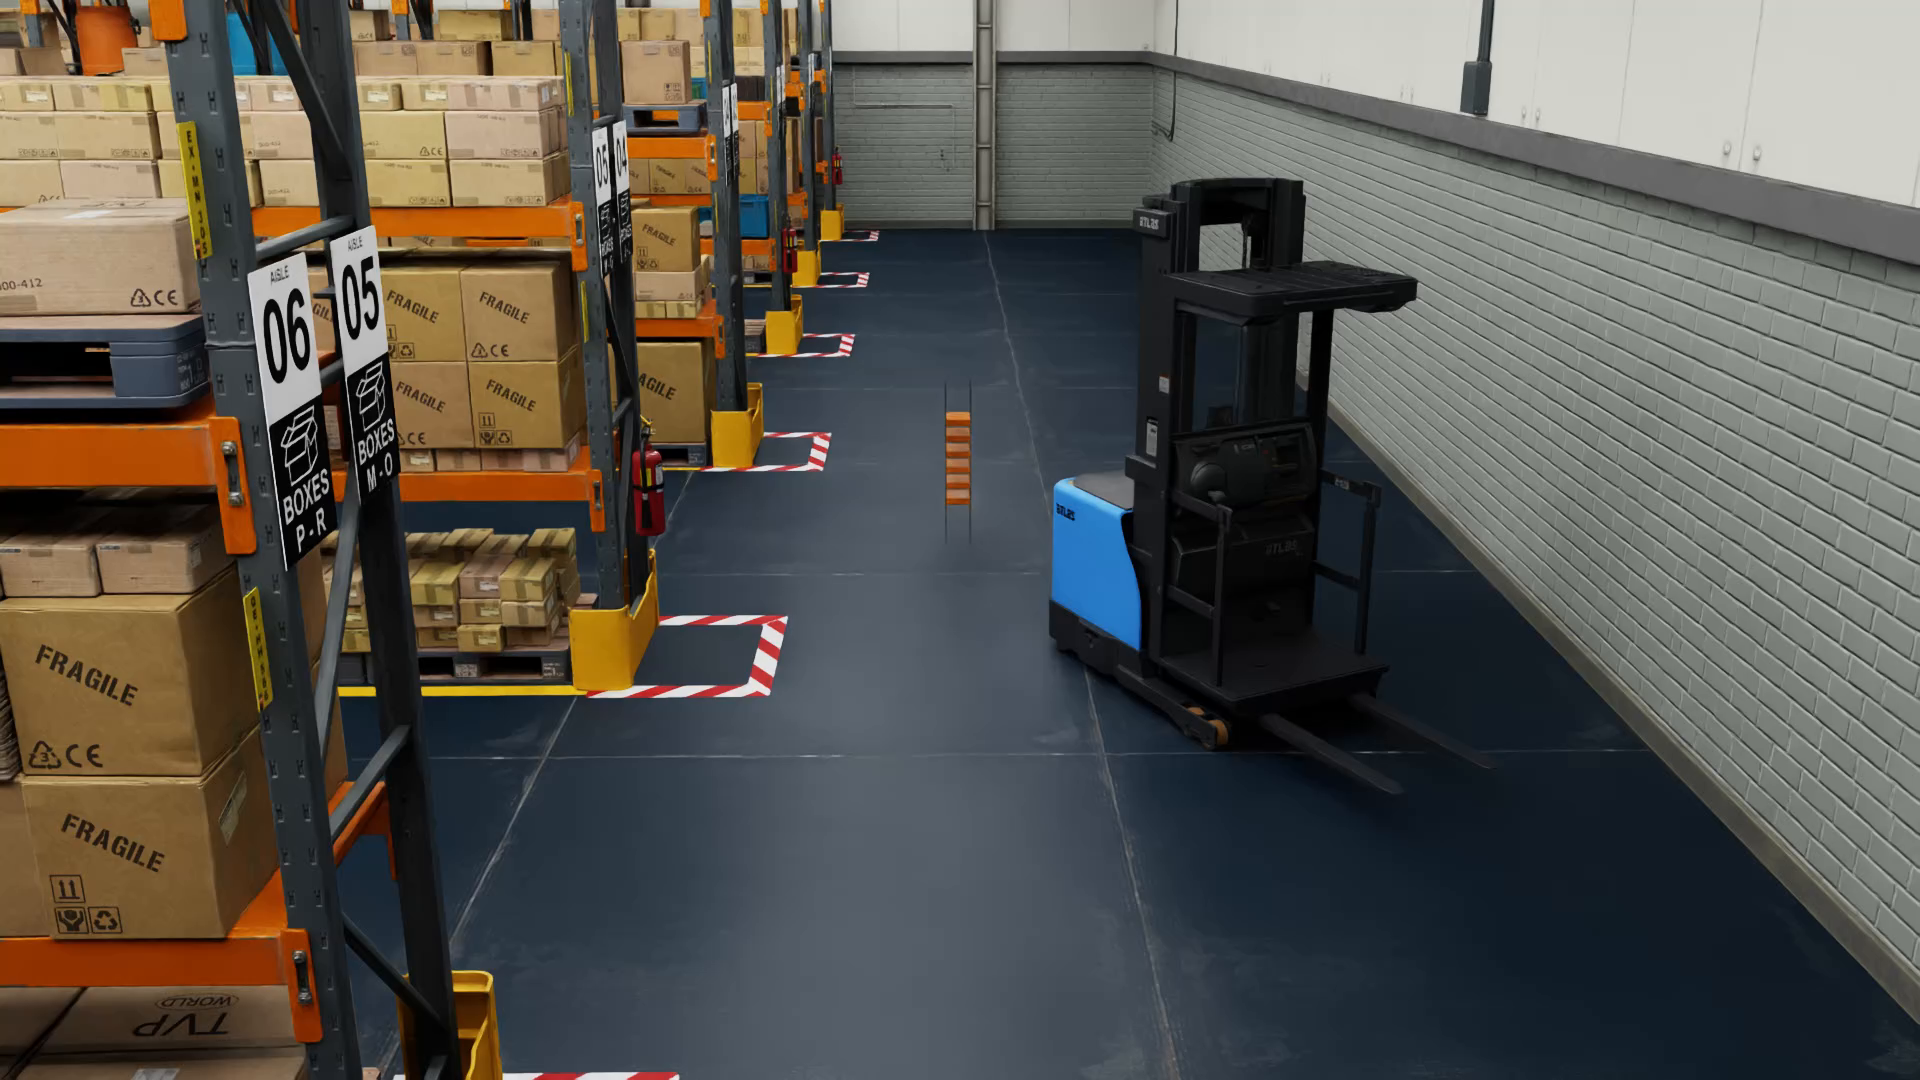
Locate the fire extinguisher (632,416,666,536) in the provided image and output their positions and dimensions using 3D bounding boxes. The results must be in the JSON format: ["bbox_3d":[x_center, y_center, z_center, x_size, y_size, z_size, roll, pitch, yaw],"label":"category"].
[{"bbox_3d":[-1.787,-0.367,9.517,0.183,0.674,0.296,0,18,-1],"label":"fire extinguisher"}]

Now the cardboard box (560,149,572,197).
[{"bbox_3d":[-2.499,-2.153,9.685,0.500,0.250,0.500,0,18,1],"label":"cardboard box"}]

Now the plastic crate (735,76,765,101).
[{"bbox_3d":[-2.491,-5.198,19.144,0.590,0.269,0.497,0,18,-1],"label":"plastic crate"}]

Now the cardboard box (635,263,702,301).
[{"bbox_3d":[-2.504,-2.223,14.325,0.500,0.250,0.500,-1,18,-2],"label":"cardboard box"}]

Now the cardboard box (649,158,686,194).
[{"bbox_3d":[-4.141,-5.217,23.737,0.500,0.500,0.500,-1,18,-2],"label":"cardboard box"}]

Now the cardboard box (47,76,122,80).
[{"bbox_3d":[-4.965,-2.555,9.465,0.250,0.149,0.380,0,18,1],"label":"cardboard box"}]

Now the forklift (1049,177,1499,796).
[{"bbox_3d":[1.689,-0.414,9.040,1.130,2.935,3.031,-9,20,-26],"label":"forklift"}]

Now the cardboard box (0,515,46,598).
[{"bbox_3d":[-2.733,0.057,4.598,0.250,0.149,0.380,0,18,-1],"label":"cardboard box"}]

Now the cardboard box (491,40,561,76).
[{"bbox_3d":[-3.624,-3.957,14.048,0.500,0.500,0.700,-1,18,-5],"label":"cardboard box"}]

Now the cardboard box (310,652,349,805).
[{"bbox_3d":[-2.352,0.658,5.423,0.500,0.500,0.500,0,18,-1],"label":"cardboard box"}]

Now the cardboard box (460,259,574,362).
[{"bbox_3d":[-2.500,-1.308,9.426,0.500,0.500,0.500,-1,18,-2],"label":"cardboard box"}]

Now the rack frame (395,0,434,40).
[{"bbox_3d":[-6.101,-6.586,18.346,0.127,3.000,1.000,0,18,-1],"label":"rack frame"}]

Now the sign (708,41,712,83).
[{"bbox_3d":[-2.029,-3.882,13.509,0.005,0.325,0.100,0,18,-1],"label":"sign"}]

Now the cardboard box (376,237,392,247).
[{"bbox_3d":[-5.048,-2.568,14.174,0.500,0.500,0.500,0,18,-1],"label":"cardboard box"}]

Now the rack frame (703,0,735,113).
[{"bbox_3d":[-2.024,-5.093,13.691,0.127,3.000,1.000,0,18,-1],"label":"rack frame"}]

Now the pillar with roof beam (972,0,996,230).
[{"bbox_3d":[0.496,-8.594,24.604,0.400,9.000,9.100,0,18,-1],"label":"pillar with roof beam"}]

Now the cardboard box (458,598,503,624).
[{"bbox_3d":[-2.832,0.370,9.977,0.250,0.149,0.380,-1,18,-2],"label":"cardboard box"}]

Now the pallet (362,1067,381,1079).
[{"bbox_3d":[-2.666,2.146,5.511,1.213,0.211,1.003,0,18,-1],"label":"pallet"}]

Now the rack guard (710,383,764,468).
[{"bbox_3d":[-2.000,-1.046,14.989,0.348,0.500,1.175,0,18,-1],"label":"rack guard"}]

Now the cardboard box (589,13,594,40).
[{"bbox_3d":[-5.188,-7.167,23.269,0.500,0.500,0.700,0,18,-1],"label":"cardboard box"}]

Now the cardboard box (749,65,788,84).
[{"bbox_3d":[-2.686,-6.535,23.345,0.500,0.250,0.500,0,18,-1],"label":"cardboard box"}]

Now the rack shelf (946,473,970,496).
[{"bbox_3d":[-0.014,-0.415,12.414,0.180,0.103,0.258,0,18,-1],"label":"rack shelf"}]

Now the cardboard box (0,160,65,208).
[{"bbox_3d":[-5.078,-1.985,9.160,0.500,0.250,0.500,-1,18,-2],"label":"cardboard box"}]

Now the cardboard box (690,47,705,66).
[{"bbox_3d":[-3.686,-6.772,23.265,0.500,0.250,0.500,0,18,-1],"label":"cardboard box"}]

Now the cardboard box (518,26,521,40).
[{"bbox_3d":[-7.695,-8.447,28.176,0.500,0.500,0.700,-1,18,-2],"label":"cardboard box"}]

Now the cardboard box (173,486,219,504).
[{"bbox_3d":[-2.227,-0.125,5.163,0.250,0.149,0.380,0,18,0],"label":"cardboard box"}]

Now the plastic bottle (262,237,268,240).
[{"bbox_3d":[-7.957,-3.552,18.901,0.133,0.283,0.061,0,18,-1],"label":"plastic bottle"}]

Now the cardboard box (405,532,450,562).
[{"bbox_3d":[-3.350,0.079,10.396,0.250,0.149,0.380,-1,18,-4],"label":"cardboard box"}]

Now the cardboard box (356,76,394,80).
[{"bbox_3d":[-3.401,-2.564,9.494,0.250,0.149,0.380,0,18,1],"label":"cardboard box"}]

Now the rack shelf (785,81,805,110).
[{"bbox_3d":[-4.176,-6.338,23.661,4.000,0.370,1.077,0,18,-1],"label":"rack shelf"}]

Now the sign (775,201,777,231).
[{"bbox_3d":[-2.077,-3.658,18.774,0.005,0.325,0.100,0,18,-1],"label":"sign"}]

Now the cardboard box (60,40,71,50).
[{"bbox_3d":[-14.760,-8.124,27.855,0.500,0.500,0.500,0,18,1],"label":"cardboard box"}]

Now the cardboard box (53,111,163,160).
[{"bbox_3d":[-4.560,-2.224,9.088,0.500,0.250,0.500,0,18,0],"label":"cardboard box"}]

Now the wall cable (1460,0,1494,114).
[{"bbox_3d":[3.684,-5.599,10.003,0.120,5.999,2.277,0,18,-1],"label":"wall cable"}]

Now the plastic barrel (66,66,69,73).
[{"bbox_3d":[-10.416,-5.284,19.014,0.421,0.512,0.421,0,18,0],"label":"plastic barrel"}]

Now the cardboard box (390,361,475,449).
[{"bbox_3d":[-3.007,-0.828,9.568,0.500,0.500,0.500,-1,18,-2],"label":"cardboard box"}]

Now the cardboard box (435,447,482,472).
[{"bbox_3d":[-2.868,-0.518,9.662,0.250,0.149,0.380,0,18,-1],"label":"cardboard box"}]

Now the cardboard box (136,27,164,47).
[{"bbox_3d":[-13.709,-8.371,27.969,0.500,0.500,0.500,2,18,7],"label":"cardboard box"}]

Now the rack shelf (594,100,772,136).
[{"bbox_3d":[-4.102,-4.825,18.944,4.000,0.370,1.077,0,18,-1],"label":"rack shelf"}]

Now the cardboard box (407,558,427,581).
[{"bbox_3d":[-3.341,0.239,9.897,0.250,0.149,0.380,-1,18,-3],"label":"cardboard box"}]

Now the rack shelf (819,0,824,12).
[{"bbox_3d":[-4.258,-9.088,27.980,4.000,0.370,1.077,0,18,-1],"label":"rack shelf"}]

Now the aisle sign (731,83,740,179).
[{"bbox_3d":[-1.957,-3.566,14.497,0.004,0.787,0.394,0,18,-1],"label":"aisle sign"}]

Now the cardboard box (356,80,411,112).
[{"bbox_3d":[-3.141,-2.407,9.004,0.250,0.149,0.380,0,18,0],"label":"cardboard box"}]

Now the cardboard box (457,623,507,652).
[{"bbox_3d":[-2.825,0.535,9.948,0.250,0.149,0.380,0,18,1],"label":"cardboard box"}]

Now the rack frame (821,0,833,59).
[{"bbox_3d":[-2.258,-9.631,27.839,0.127,3.000,1.000,0,18,-1],"label":"rack frame"}]

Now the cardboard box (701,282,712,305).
[{"bbox_3d":[-2.384,-2.215,14.954,0.250,0.149,0.380,0,18,0],"label":"cardboard box"}]

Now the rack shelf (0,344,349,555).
[{"bbox_3d":[-3.867,-0.285,4.794,4.000,0.370,1.077,0,18,-1],"label":"rack shelf"}]

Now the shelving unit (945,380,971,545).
[{"bbox_3d":[-0.014,-0.571,12.364,0.189,1.200,0.258,0,18,-1],"label":"shelving unit"}]
